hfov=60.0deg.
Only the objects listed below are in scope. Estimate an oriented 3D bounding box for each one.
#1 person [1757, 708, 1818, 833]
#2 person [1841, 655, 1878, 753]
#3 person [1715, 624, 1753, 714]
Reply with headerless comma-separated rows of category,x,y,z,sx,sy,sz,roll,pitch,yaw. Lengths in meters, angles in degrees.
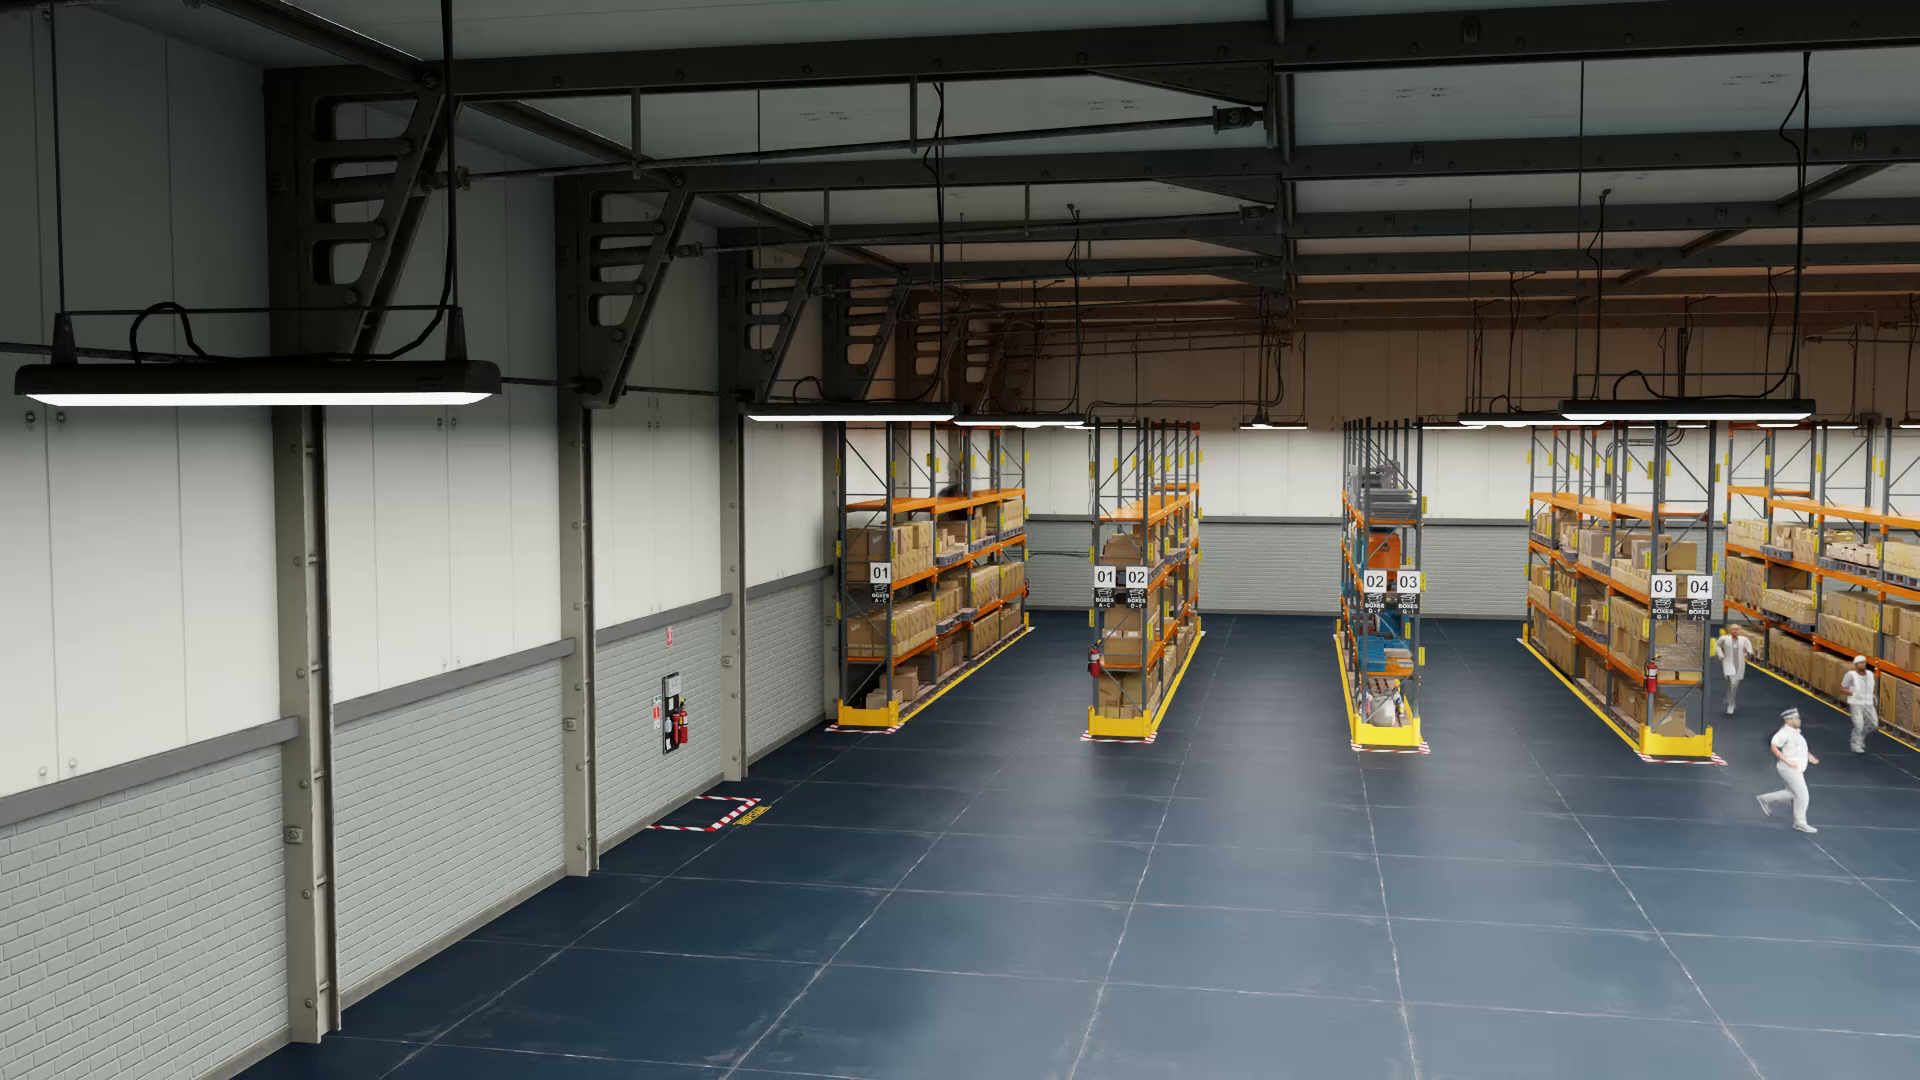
person,11.968,3.300,24.011,0.819,1.776,0.663,3,5,38
person,16.055,2.927,29.584,0.672,1.736,0.599,0,4,-2
person,15.864,2.643,34.062,0.665,1.857,0.847,1,4,8
